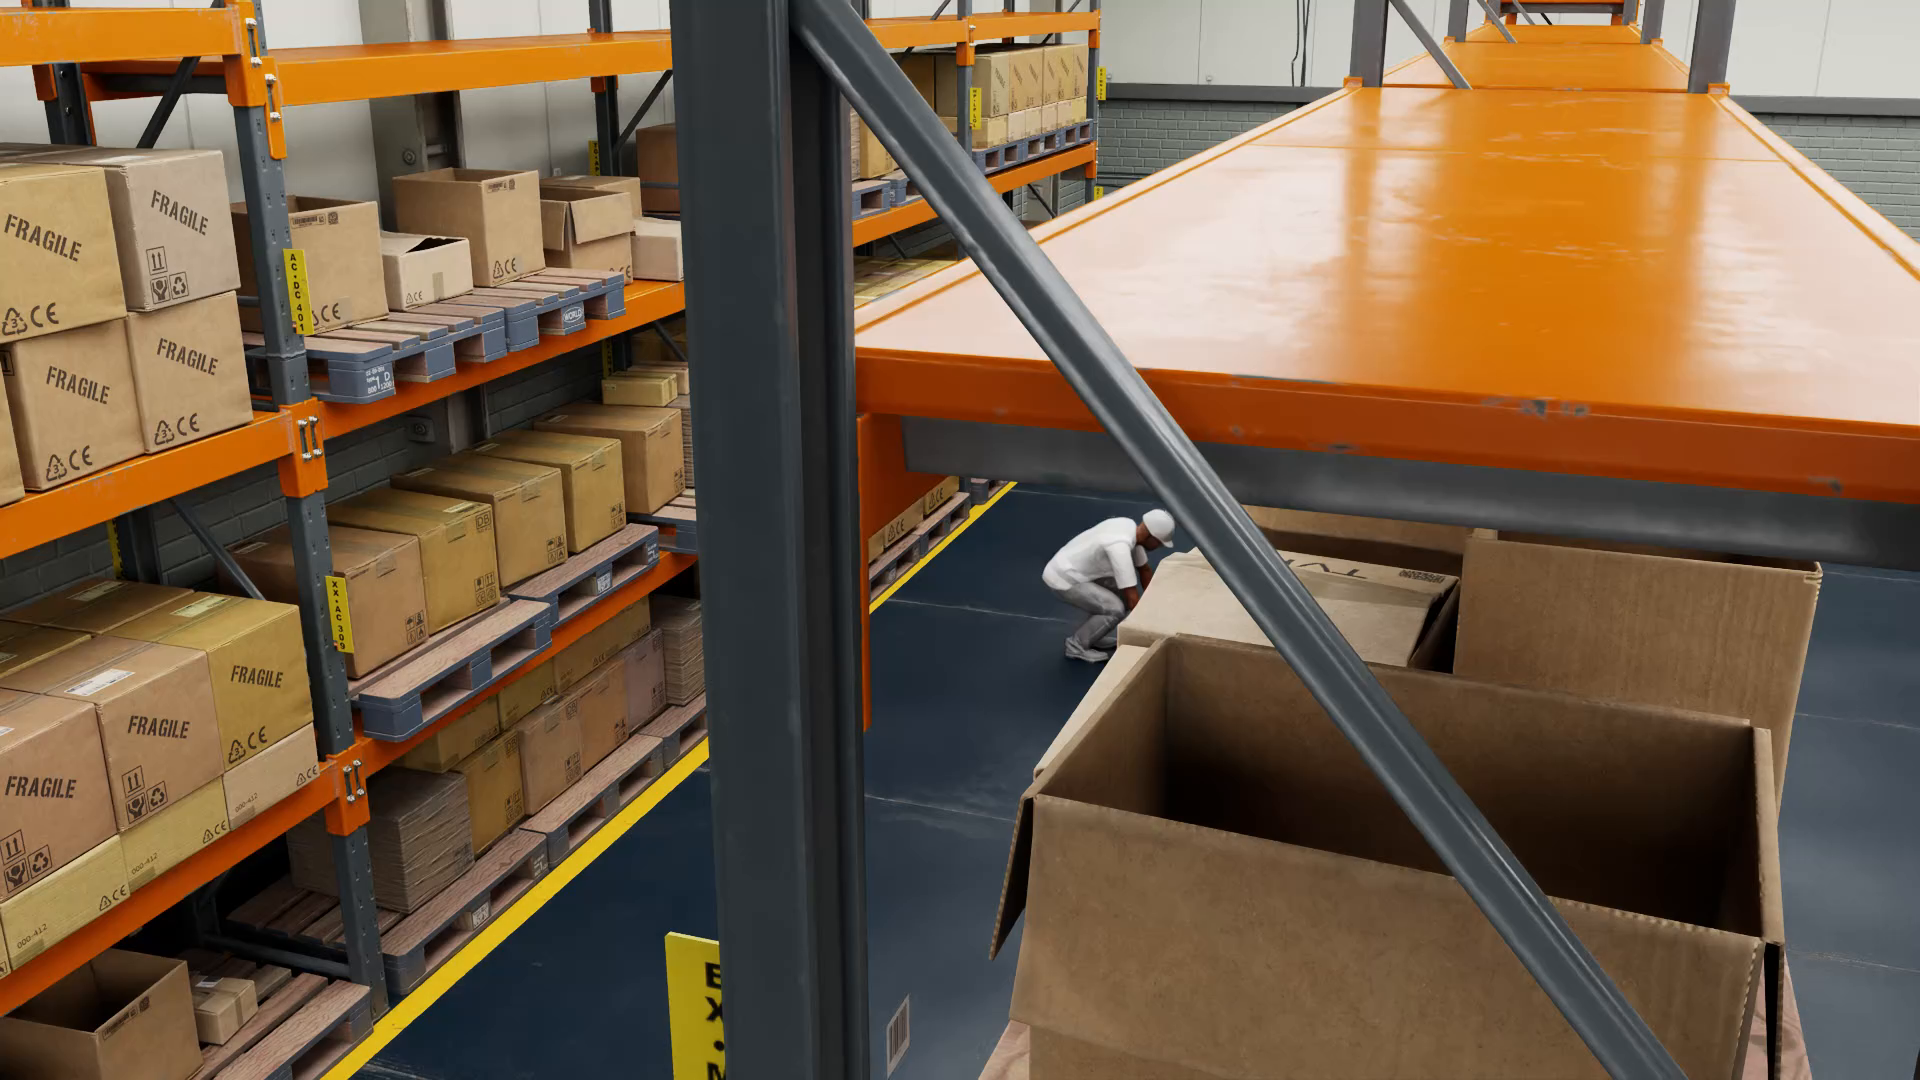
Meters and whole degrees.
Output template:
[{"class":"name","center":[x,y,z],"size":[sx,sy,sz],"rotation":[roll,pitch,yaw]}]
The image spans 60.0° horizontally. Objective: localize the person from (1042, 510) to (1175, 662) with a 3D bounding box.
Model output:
[{"class":"person","center":[1.024,0.274,11.333],"size":[0.882,1.055,0.591],"rotation":[6,20,18]}]
